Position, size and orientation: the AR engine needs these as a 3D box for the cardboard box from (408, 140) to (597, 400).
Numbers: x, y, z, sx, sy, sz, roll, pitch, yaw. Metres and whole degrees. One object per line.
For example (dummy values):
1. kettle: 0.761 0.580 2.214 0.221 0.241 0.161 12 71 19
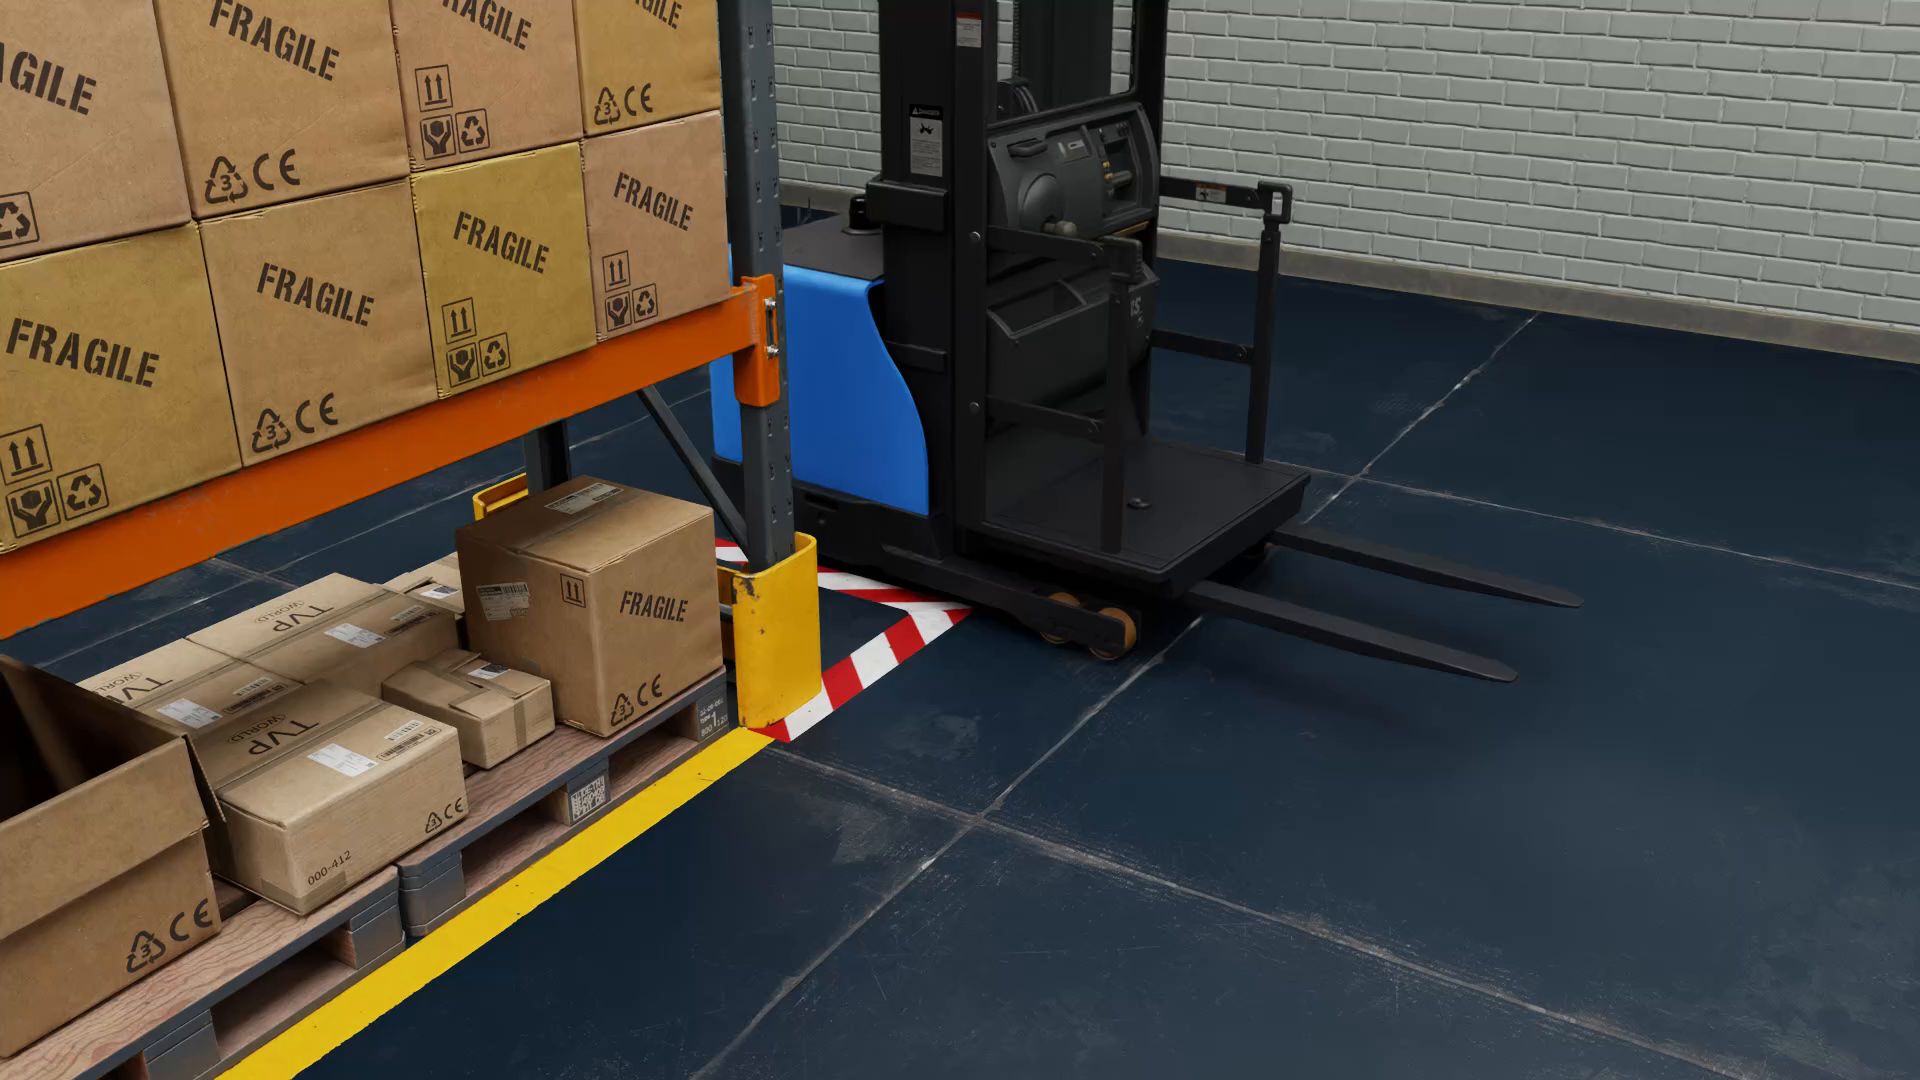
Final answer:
1. cardboard box: -1.228 -0.672 3.902 0.500 0.500 0.500 14 27 29

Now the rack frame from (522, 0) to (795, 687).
1. rack frame: -0.952 -1.011 4.809 1.000 3.000 0.127 14 27 29

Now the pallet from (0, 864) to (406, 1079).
1. pallet: -2.057 0.974 3.734 1.003 0.211 1.213 14 27 29

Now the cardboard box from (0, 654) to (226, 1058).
1. cardboard box: -2.076 0.648 3.566 0.797 0.503 0.637 14 27 29

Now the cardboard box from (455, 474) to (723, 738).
1. cardboard box: -1.030 0.170 4.675 0.500 0.500 0.500 14 27 29

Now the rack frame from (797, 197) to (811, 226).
1. rack frame: -0.637 -0.897 7.000 0.008 1.050 0.200 3 24 8

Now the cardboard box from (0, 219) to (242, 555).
1. cardboard box: -1.762 -0.335 3.123 0.500 0.500 0.500 13 27 28

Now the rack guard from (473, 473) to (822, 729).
1. rack guard: -0.992 0.162 5.246 1.175 0.500 0.348 14 27 29

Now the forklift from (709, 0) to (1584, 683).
1. forklift: 0.553 -1.198 5.328 3.031 2.935 1.130 16 28 33

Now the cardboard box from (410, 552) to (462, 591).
1. cardboard box: -1.465 0.165 5.128 0.380 0.149 0.250 14 27 29

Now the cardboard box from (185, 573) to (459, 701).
1. cardboard box: -1.744 0.342 4.591 0.500 0.250 0.500 14 27 29

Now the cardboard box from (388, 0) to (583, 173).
1. cardboard box: -1.219 -1.137 3.716 0.500 0.500 0.500 15 27 30

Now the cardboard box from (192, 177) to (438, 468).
1. cardboard box: -1.496 -0.505 3.516 0.500 0.500 0.500 14 27 29

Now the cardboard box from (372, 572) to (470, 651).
1. cardboard box: -1.597 0.241 4.929 0.380 0.166 0.250 14 27 29

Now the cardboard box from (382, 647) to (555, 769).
1. cardboard box: -1.320 0.441 4.469 0.380 0.166 0.250 14 27 29

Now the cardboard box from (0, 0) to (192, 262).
1. cardboard box: -1.760 -0.788 2.909 0.500 0.500 0.500 15 27 31

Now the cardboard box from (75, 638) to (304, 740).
1. cardboard box: -2.008 0.511 4.201 0.500 0.250 0.500 14 27 29

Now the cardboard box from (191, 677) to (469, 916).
1. cardboard box: -1.556 0.599 3.998 0.500 0.250 0.500 14 27 29

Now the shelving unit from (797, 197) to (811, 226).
1. shelving unit: -0.516 -0.890 6.984 0.252 1.050 0.215 3 24 8

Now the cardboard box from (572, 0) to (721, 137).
1. cardboard box: -0.954 -1.308 4.110 0.500 0.500 0.500 14 27 29

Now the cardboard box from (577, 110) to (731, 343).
1. cardboard box: -0.957 -0.848 4.308 0.500 0.500 0.500 15 27 31

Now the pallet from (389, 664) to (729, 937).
1. pallet: -1.412 0.564 4.682 1.003 0.211 1.213 14 27 29

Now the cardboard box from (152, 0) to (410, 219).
1. cardboard box: -1.489 -0.961 3.309 0.500 0.500 0.500 15 27 30

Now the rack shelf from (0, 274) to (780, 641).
1. rack shelf: -2.007 -0.005 3.392 1.077 0.370 4.000 14 27 29
